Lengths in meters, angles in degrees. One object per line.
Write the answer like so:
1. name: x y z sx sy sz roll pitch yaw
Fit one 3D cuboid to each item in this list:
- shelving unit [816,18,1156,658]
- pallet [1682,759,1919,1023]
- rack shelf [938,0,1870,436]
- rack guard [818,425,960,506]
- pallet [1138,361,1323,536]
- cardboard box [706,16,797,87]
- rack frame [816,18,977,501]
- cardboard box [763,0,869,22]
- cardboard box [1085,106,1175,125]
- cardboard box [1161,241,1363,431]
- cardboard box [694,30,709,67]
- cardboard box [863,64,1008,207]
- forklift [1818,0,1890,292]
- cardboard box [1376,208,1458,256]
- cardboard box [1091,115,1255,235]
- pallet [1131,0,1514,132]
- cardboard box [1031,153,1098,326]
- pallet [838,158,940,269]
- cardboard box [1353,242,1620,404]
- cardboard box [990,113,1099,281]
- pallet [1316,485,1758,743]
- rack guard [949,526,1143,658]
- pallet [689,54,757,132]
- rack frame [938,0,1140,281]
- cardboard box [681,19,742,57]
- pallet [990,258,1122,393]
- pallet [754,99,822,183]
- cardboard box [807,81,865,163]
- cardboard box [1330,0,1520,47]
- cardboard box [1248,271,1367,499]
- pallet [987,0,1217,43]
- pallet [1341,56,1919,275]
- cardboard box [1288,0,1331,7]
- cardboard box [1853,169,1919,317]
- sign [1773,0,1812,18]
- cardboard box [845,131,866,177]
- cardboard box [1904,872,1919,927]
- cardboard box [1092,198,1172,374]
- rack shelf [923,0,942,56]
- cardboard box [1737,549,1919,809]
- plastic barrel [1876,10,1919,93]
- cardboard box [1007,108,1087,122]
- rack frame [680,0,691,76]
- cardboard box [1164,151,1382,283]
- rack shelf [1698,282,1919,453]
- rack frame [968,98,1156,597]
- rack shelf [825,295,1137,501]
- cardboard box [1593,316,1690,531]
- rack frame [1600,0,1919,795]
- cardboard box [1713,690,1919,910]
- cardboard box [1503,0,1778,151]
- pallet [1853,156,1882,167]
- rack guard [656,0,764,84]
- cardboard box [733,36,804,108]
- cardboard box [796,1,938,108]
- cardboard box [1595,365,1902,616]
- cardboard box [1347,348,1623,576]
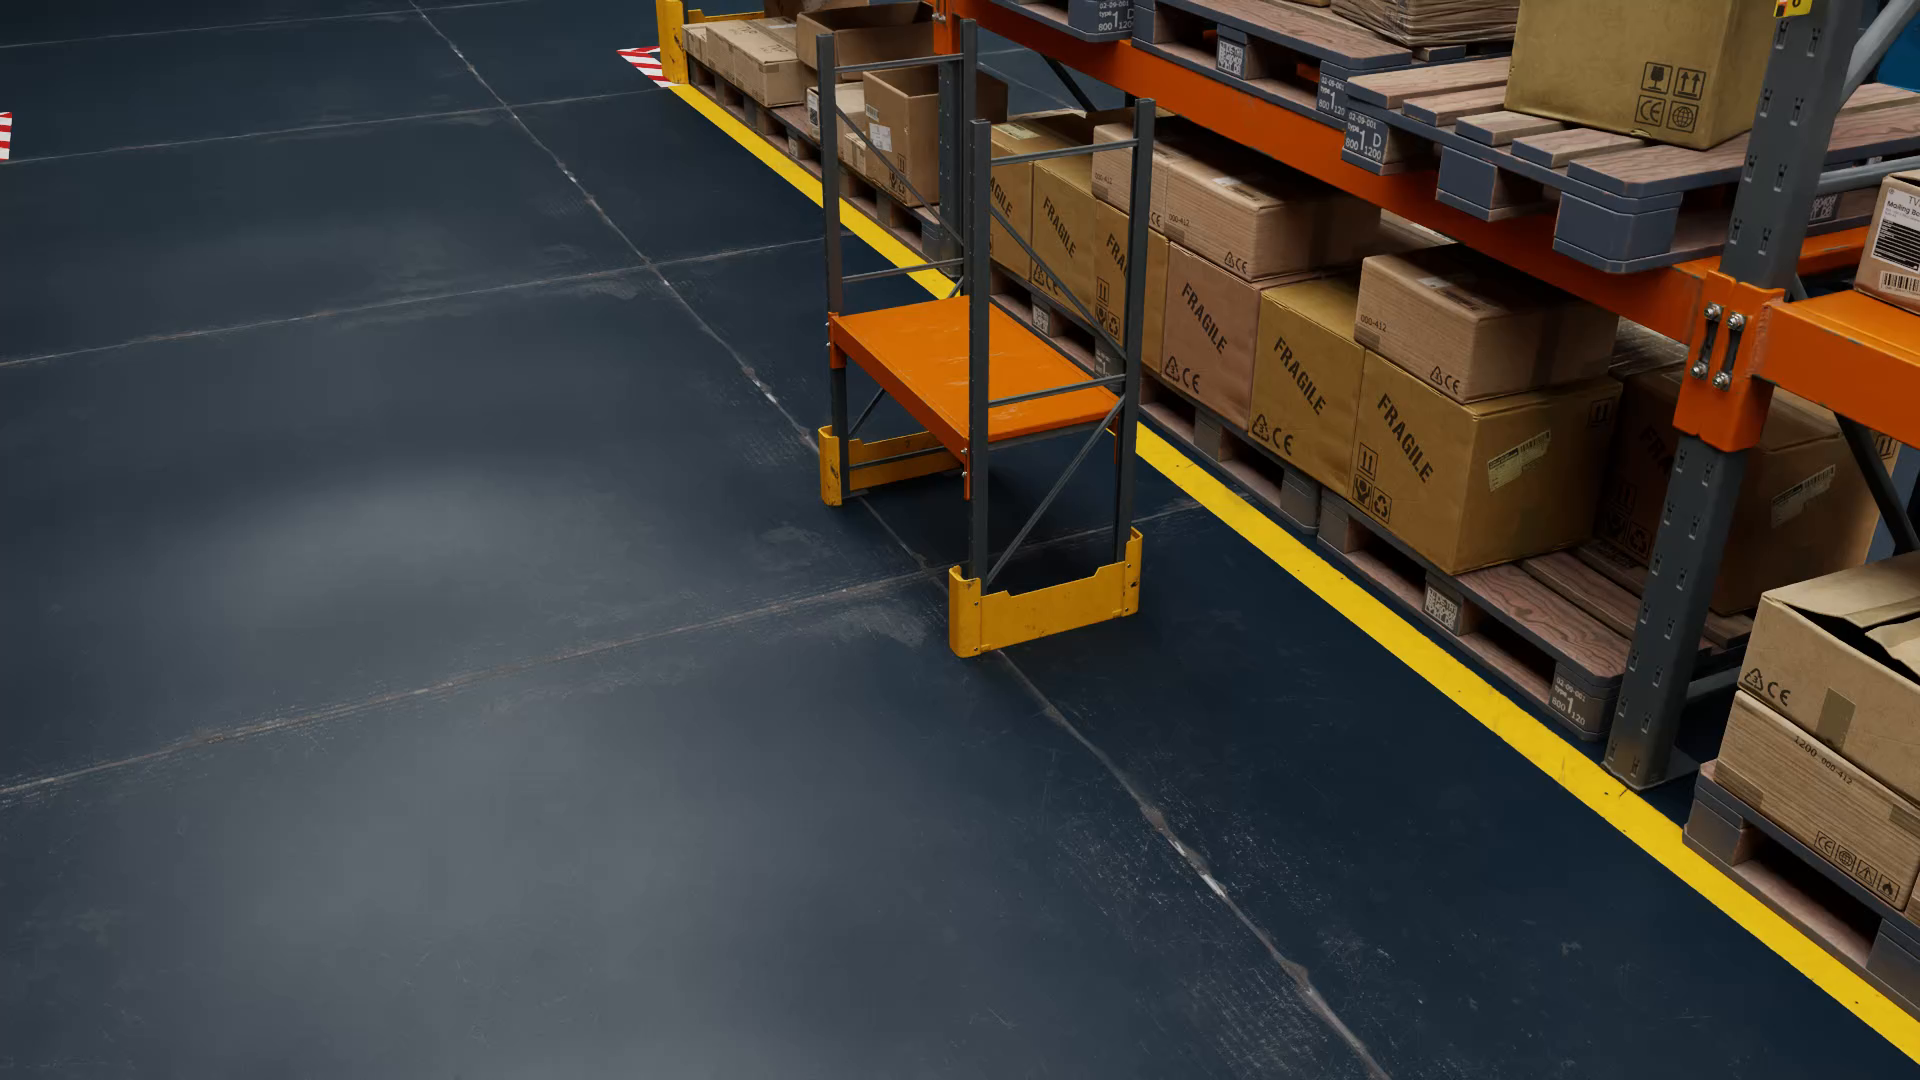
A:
1. shelving unit: 0.033 -0.620 4.823 0.587 1.500 1.083 -13 32 -22
2. pallet: 2.421 0.780 3.644 1.003 0.211 1.213 -13 32 -22
3. rack shelf: 1.245 -1.378 5.376 1.077 0.370 4.000 -13 32 -22
4. rack guard: -0.181 -0.295 5.521 0.587 0.250 0.087 -13 32 -22
5. pallet: 1.297 -0.468 5.869 1.003 0.211 1.213 -13 32 -22
6. cardboard box: -1.139 -2.814 9.563 0.500 0.250 0.500 -13 32 -22
7. rack frame: -0.182 -0.841 5.216 0.500 1.500 0.032 -13 32 -22
8. cardboard box: -0.875 -3.255 10.095 0.500 0.500 0.500 -13 32 -22
9. cardboard box: 0.857 -1.519 6.998 0.500 0.500 0.500 -13 32 -22
10. cardboard box: 1.037 -0.733 5.596 0.500 0.500 0.500 -14 32 -24
11. cardboard box: -1.355 -2.931 9.857 0.380 0.166 0.250 -13 32 -22
12. cardboard box: -0.115 -1.869 7.622 0.500 0.500 0.500 -13 32 -22
13. forklift: 3.339 -2.515 6.738 1.130 2.935 3.031 -20 35 -31
14. cardboard box: 1.497 -0.853 5.811 0.500 0.500 0.500 -14 32 -24
15. cardboard box: 0.803 -1.298 5.836 0.500 0.250 0.500 -13 32 -22
16. pallet: 1.264 -1.583 5.202 1.003 0.211 1.213 -13 32 -22
17. cardboard box: 0.613 -1.179 6.391 0.500 0.500 0.500 -13 32 -21
18. pallet: 0.092 -1.663 7.999 1.003 0.211 1.213 -13 32 -22
19. cardboard box: 1.462 -0.625 4.637 0.500 0.250 0.500 -12 31 -20
20. cardboard box: 0.374 -1.412 6.807 0.500 0.500 0.500 -15 32 -24
21. pallet: 1.817 0.070 4.909 1.003 0.211 1.213 -13 32 -22
22. rack guard: 0.247 0.145 4.736 0.587 0.250 0.087 -13 32 -22
23. pallet: -0.955 -2.740 9.922 1.003 0.211 1.213 -13 32 -22
24. rack frame: 0.386 -2.575 6.776 1.000 3.000 0.127 -13 32 -22
25. cardboard box: -1.462 -3.034 10.058 0.380 0.149 0.250 -13 32 -22
26. pallet: 0.769 -1.008 6.831 1.003 0.211 1.213 -13 32 -22
27. pallet: -0.436 -2.202 8.962 1.003 0.211 1.213 -13 32 -22
28. cardboard box: -0.437 -2.118 8.259 0.500 0.311 0.500 -13 32 -22
29. cardboard box: 1.511 -1.734 4.744 0.700 0.500 0.500 -7 30 -13
30. cardboard box: 1.268 -0.503 5.185 0.500 0.500 0.500 -14 32 -24
31. pallet: 0.630 -2.116 6.153 1.003 0.211 1.213 -13 32 -22
32. pallet: 1.749 -1.009 4.179 1.213 0.211 1.003 -13 32 -22
33. cardboard box: 1.200 -2.035 5.280 0.700 0.500 0.500 -22 36 -34
34. cardboard box: 2.220 -0.600 3.344 0.500 0.311 0.500 -11 31 -19
35. sign: 1.617 -1.161 3.150 0.100 0.325 0.005 -13 32 -22
36. cardboard box: -0.330 -1.869 7.981 0.380 0.149 0.250 -13 32 -22
37. cardboard box: 2.279 0.723 3.276 0.500 0.250 0.500 -14 32 -23
38. cardboard box: 0.820 -0.957 5.995 0.500 0.500 0.500 -13 32 -21
39. rack shelf: -0.473 -3.145 8.527 1.077 0.370 4.000 -13 32 -22
40. cardboard box: 2.063 0.256 3.535 0.500 0.311 0.500 -12 31 -20
41. plastic barrel: 5.079 -2.638 8.603 0.600 0.901 0.708 -13 32 -22
42. cardboard box: 0.401 -1.825 7.738 0.500 0.311 0.500 -13 32 -22
43. rack frame: -1.331 -4.342 9.927 1.000 3.000 0.127 -13 32 -22
44. cardboard box: 1.019 -1.076 5.441 0.500 0.250 0.500 -14 32 -23
45. rack shelf: 2.962 0.389 2.225 1.077 0.370 4.000 -13 32 -22
46. rack frame: 0.255 -0.392 4.416 0.500 1.500 0.032 -13 32 -22
47. rack shelf: 0.037 -0.460 4.904 0.538 0.185 1.000 -13 32 -22
48. cardboard box: 1.936 -0.401 5.005 0.500 0.500 0.500 -14 32 -24
49. rack frame: 2.103 -0.808 3.625 1.000 3.000 0.127 -13 32 -22
50. cardboard box: 2.063 0.501 3.672 0.500 0.250 0.500 -13 32 -22
51. cardboard box: 1.731 -1.290 3.952 0.700 0.500 0.500 -26 38 -38
52. pallet: 5.155 -2.048 8.686 1.003 0.211 1.213 -13 32 -22
53. rack guard: -1.299 -3.218 10.478 1.175 0.500 0.348 -13 32 -22
54. cardboard box: -0.925 -2.593 9.170 0.500 0.250 0.500 -13 32 -22
55. cardboard box: -0.425 -2.507 8.757 0.797 0.503 0.637 -13 32 -22
56. cardboard box: 2.166 -0.171 4.594 0.500 0.500 0.500 -12 31 -20
57. cardboard box: 1.490 -0.274 4.778 0.500 0.500 0.500 -12 31 -20
